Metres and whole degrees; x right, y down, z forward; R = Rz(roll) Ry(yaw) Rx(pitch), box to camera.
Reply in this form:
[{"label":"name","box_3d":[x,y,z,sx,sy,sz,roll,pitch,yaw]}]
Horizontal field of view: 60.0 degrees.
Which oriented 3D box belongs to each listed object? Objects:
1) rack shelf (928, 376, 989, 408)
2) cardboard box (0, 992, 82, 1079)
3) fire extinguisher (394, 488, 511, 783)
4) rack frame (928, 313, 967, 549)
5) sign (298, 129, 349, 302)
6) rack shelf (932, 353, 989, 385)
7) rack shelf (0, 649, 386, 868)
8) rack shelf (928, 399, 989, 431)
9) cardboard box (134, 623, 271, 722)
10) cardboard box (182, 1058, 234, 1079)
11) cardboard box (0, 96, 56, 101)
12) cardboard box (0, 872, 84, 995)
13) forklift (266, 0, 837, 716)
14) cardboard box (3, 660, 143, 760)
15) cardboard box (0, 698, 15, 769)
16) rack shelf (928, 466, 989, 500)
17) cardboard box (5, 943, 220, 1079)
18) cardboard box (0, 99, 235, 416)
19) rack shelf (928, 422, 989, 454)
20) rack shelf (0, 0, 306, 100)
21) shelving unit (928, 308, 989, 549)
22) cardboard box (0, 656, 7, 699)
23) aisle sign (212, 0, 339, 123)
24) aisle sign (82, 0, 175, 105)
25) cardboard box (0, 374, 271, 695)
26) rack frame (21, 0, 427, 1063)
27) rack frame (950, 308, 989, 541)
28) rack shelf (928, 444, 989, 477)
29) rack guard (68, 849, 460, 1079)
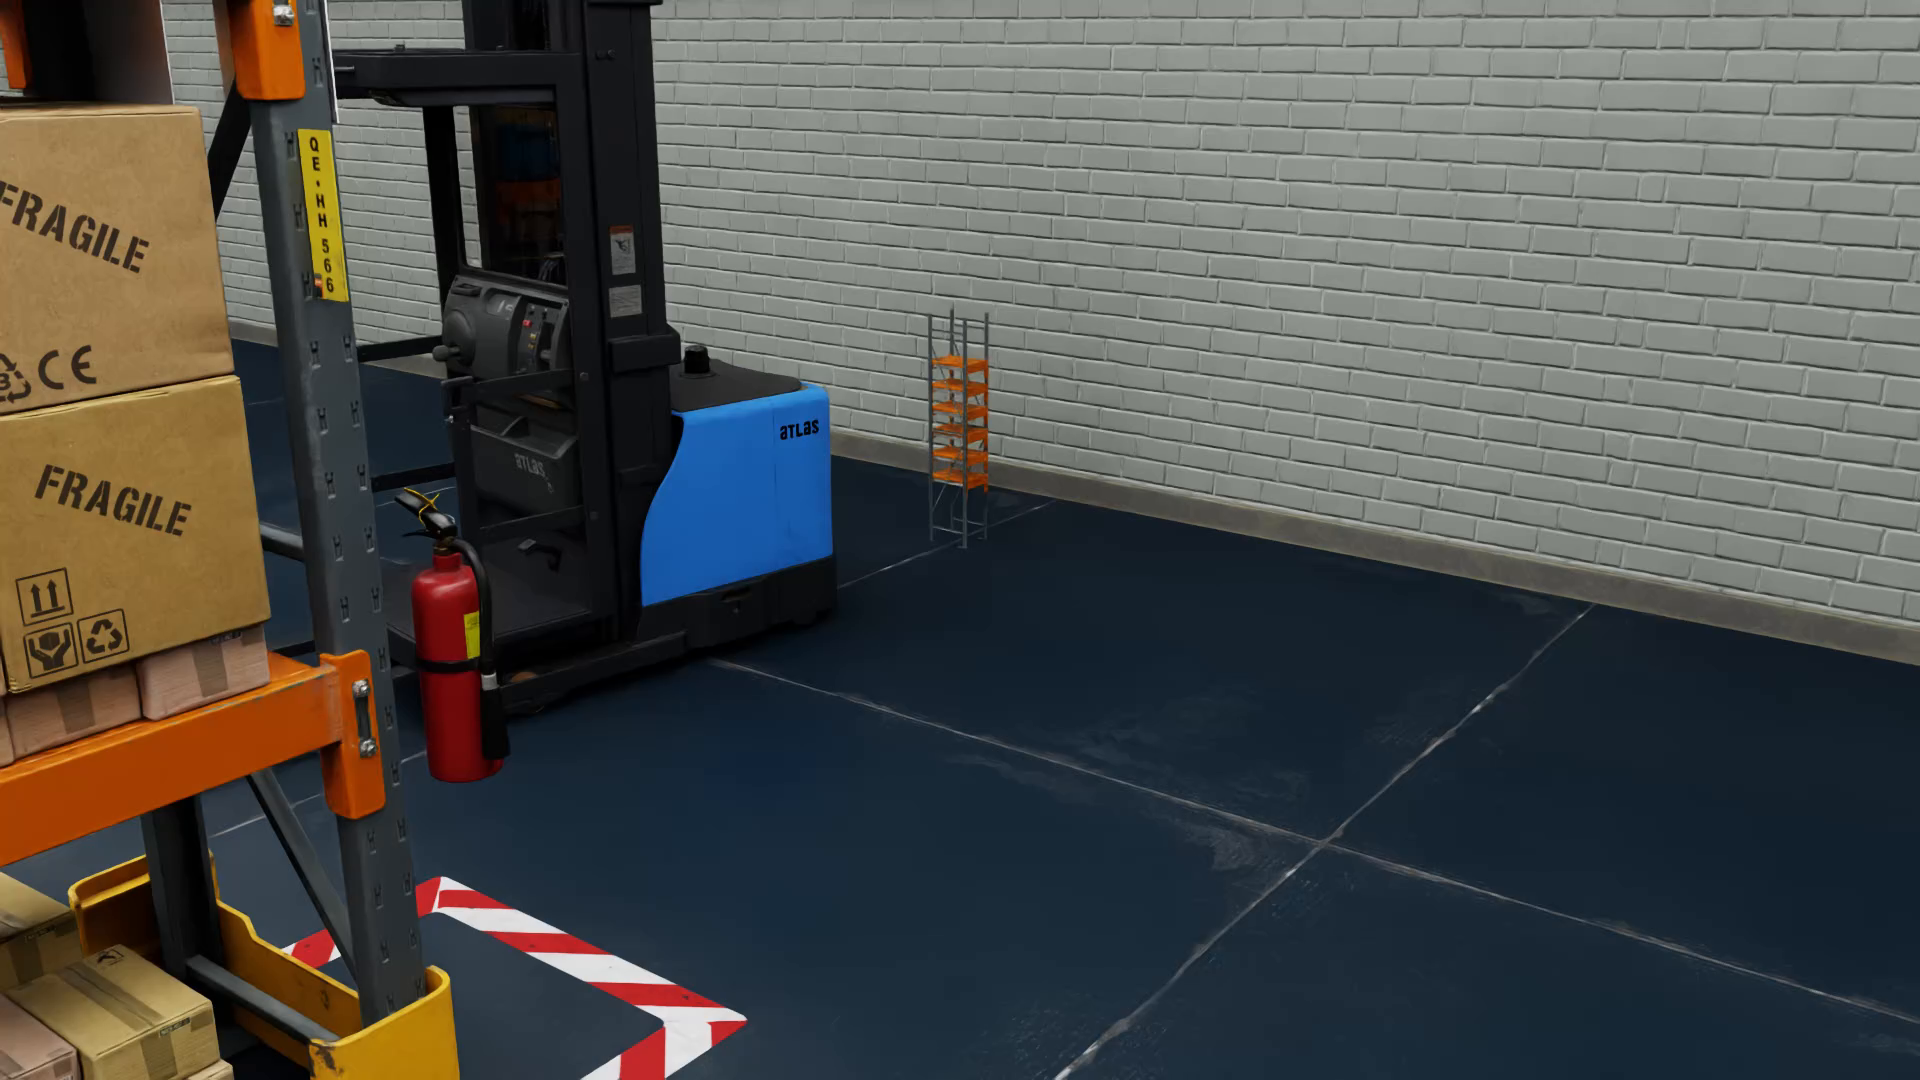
[{"label":"rack shelf","box_3d":[-0.009,-0.756,8.497,0.258,0.103,0.180,12,21,35]},{"label":"cardboard box","box_3d":[-1.975,1.071,3.333,0.380,0.149,0.250,13,21,36]},{"label":"fire extinguisher","box_3d":[-1.146,0.210,3.768,0.296,0.674,0.183,12,21,35]},{"label":"rack frame","box_3d":[-0.063,-0.548,8.485,0.240,1.200,0.006,12,21,35]},{"label":"sign","box_3d":[-1.233,-0.627,3.221,0.100,0.325,0.005,12,21,35]},{"label":"rack shelf","box_3d":[-0.009,-0.871,8.461,0.258,0.103,0.180,12,21,35]},{"label":"rack shelf","box_3d":[-2.859,0.793,2.344,1.077,0.370,4.000,12,21,35]},{"label":"rack shelf","box_3d":[-0.009,-0.642,8.532,0.258,0.103,0.180,12,21,35]},{"label":"cardboard box","box_3d":[-1.634,0.221,3.397,0.380,0.149,0.250,12,21,35]},{"label":"cardboard box","box_3d":[-1.752,1.169,3.520,0.380,0.149,0.250,12,21,33]},{"label":"cardboard box","box_3d":[-2.148,-0.634,3.371,0.500,0.500,0.500,12,21,34]},{"label":"cardboard box","box_3d":[-2.252,0.915,3.835,0.380,0.149,0.250,11,21,32]},{"label":"forklift","box_3d":[-1.977,-0.848,6.533,3.031,2.935,1.130,-16,23,-41]},{"label":"cardboard box","box_3d":[-1.813,0.274,3.228,0.380,0.149,0.250,12,21,35]},{"label":"cardboard box","box_3d":[-1.950,0.336,3.027,0.380,0.149,0.250,12,21,34]},{"label":"rack shelf","box_3d":[-0.009,-0.298,8.639,0.258,0.103,0.180,12,21,35]},{"label":"cardboard box","box_3d":[-1.779,1.021,3.493,0.380,0.149,0.250,13,21,35]},{"label":"cardboard box","box_3d":[-1.740,-0.541,3.071,0.500,0.500,0.500,12,21,34]},{"label":"rack shelf","box_3d":[-0.009,-0.527,8.568,0.258,0.103,0.180,12,21,35]},{"label":"rack shelf","box_3d":[-2.859,-0.639,1.899,1.077,0.370,4.000,12,21,35]},{"label":"shelving unit","box_3d":[-0.009,-0.570,8.555,0.258,1.200,0.189,12,21,35]},{"label":"cardboard box","box_3d":[-2.039,0.058,2.829,0.500,0.500,0.500,12,21,34]},{"label":"aisle sign","box_3d":[-1.383,-1.232,3.271,0.394,0.787,0.004,12,21,35]},{"label":"aisle sign","box_3d":[-1.865,-1.338,3.612,0.394,0.787,0.004,12,21,35]},{"label":"cardboard box","box_3d":[-1.728,-0.064,3.221,0.500,0.500,0.500,13,21,36]},{"label":"rack frame","box_3d":[-1.667,-0.026,3.771,1.000,3.000,0.127,12,21,35]},{"label":"rack frame","box_3d":[0.046,-0.591,8.625,0.240,1.200,0.006,12,21,35]},{"label":"rack shelf","box_3d":[-0.009,-0.413,8.603,0.258,0.103,0.180,12,21,35]},{"label":"rack guard","box_3d":[-1.712,1.185,4.083,1.175,0.500,0.348,12,21,35]}]
